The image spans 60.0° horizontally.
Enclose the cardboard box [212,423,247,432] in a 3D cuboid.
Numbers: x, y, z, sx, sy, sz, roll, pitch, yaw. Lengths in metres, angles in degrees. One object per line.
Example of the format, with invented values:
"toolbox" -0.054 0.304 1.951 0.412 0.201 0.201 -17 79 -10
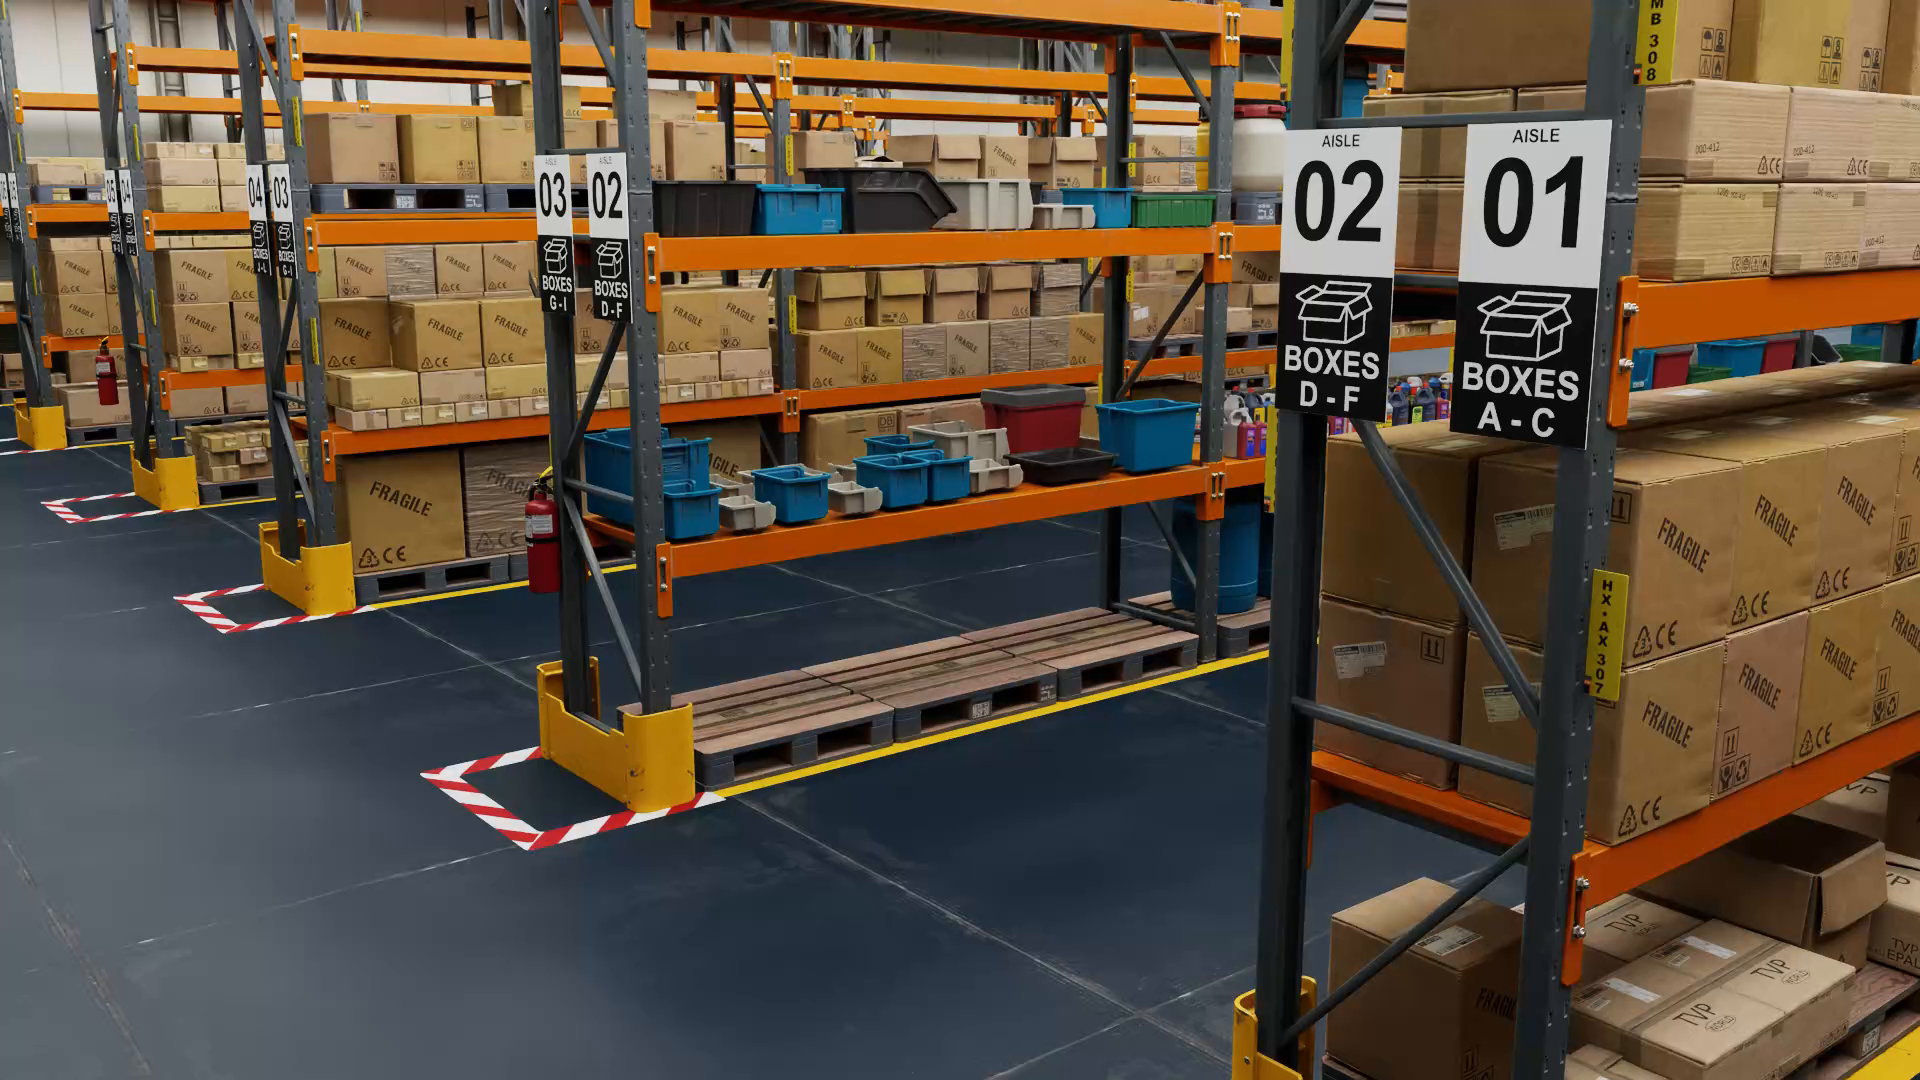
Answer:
"cardboard box" -7.432 -1.084 16.934 0.250 0.149 0.380 -9 15 -37

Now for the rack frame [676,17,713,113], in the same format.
"rack frame" -4.824 -7.935 30.335 0.127 3.000 1.000 -9 15 -38

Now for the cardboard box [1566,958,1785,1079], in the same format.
"cardboard box" 2.279 1.616 5.358 0.500 0.250 0.500 -9 15 -38

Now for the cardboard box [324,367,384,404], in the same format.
"cardboard box" -4.687 -1.210 12.750 0.500 0.250 0.500 -10 15 -39

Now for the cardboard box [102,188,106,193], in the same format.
"cardboard box" -12.496 -5.201 24.324 0.500 0.250 0.500 -10 15 -39

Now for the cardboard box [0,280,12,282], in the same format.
"cardboard box" -14.000 -3.619 24.093 0.500 0.250 0.500 -9 15 -36

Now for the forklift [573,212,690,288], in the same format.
"forklift" -3.218 -1.960 16.804 1.130 2.935 3.031 0 12 0

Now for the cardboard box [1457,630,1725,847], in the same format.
"cardboard box" 1.798 0.512 4.756 0.500 0.500 0.500 -9 15 -36

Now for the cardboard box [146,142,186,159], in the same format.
"cardboard box" -7.524 -3.688 15.751 0.250 0.149 0.380 -10 15 -38

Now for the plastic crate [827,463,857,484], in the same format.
"plastic crate" -0.624 -0.381 9.691 0.250 0.136 0.298 -9 15 -38

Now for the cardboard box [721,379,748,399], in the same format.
"cardboard box" -2.010 -1.302 14.142 0.250 0.149 0.380 -9 15 -37

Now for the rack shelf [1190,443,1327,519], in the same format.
"rack shelf" 2.880 -0.655 12.224 4.000 0.370 1.077 -9 15 -38

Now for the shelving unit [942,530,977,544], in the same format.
"shelving unit" -0.006 -0.439 14.530 0.210 0.900 0.258 -9 15 -38

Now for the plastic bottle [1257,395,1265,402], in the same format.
"plastic bottle" 2.103 -0.903 11.959 0.135 0.276 0.152 -9 15 -38

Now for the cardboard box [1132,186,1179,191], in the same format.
"cardboard box" 1.874 -3.483 16.952 0.500 0.250 0.500 -9 15 -37

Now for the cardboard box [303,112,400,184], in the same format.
"cardboard box" -4.527 -2.878 12.249 0.500 0.500 0.700 -11 16 -41

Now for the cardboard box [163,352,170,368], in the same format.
"cardboard box" -7.841 -1.815 16.558 0.250 0.149 0.380 -9 15 -38

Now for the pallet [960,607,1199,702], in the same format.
"pallet" 0.768 0.718 10.738 1.213 0.211 1.003 -9 15 -38

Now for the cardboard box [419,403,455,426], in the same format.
"cardboard box" -4.017 -0.968 12.572 0.250 0.149 0.380 -10 16 -39

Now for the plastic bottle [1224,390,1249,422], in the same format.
"plastic bottle" 1.922 -0.872 11.634 0.185 0.351 0.144 -9 15 -38

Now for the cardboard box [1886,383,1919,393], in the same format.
"cardboard box" 3.778 -0.307 6.205 0.500 0.500 0.500 -10 15 -39

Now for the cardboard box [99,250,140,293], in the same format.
"cardboard box" -10.138 -3.261 20.118 0.500 0.500 0.500 -10 16 -39

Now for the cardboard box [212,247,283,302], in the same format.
"cardboard box" -7.012 -2.615 16.356 0.500 0.500 0.500 -9 15 -36

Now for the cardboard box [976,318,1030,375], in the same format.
"cardboard box" 0.321 -1.883 16.034 0.500 0.500 0.500 -10 16 -39

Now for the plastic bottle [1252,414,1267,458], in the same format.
"plastic bottle" 1.975 -0.686 10.919 0.133 0.283 0.061 -9 15 -38

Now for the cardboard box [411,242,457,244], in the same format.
"cardboard box" -5.695 -2.963 17.998 0.500 0.500 0.500 -10 16 -39

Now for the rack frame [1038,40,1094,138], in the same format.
"rack frame" 1.451 -6.341 22.826 0.127 3.000 1.000 -9 15 -38

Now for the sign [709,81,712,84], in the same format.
"sign" -4.475 -8.345 29.822 0.005 0.325 0.100 -9 15 -38

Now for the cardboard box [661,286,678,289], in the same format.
"cardboard box" -2.699 -1.906 14.225 0.500 0.500 0.500 -9 15 -38

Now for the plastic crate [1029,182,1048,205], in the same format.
"plastic crate" 0.177 -2.034 10.080 0.590 0.269 0.497 -9 15 -38

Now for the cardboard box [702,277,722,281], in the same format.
"cardboard box" -2.974 -3.096 20.150 0.250 0.149 0.380 -9 15 -35

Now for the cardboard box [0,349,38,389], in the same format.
"cardboard box" -13.657 -2.492 24.142 0.637 0.503 0.797 -10 16 -40

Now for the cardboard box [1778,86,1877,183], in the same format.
"cardboard box" 2.245 -1.151 4.764 0.500 0.250 0.500 -9 15 -38

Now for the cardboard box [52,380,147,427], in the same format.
"cardboard box" -10.637 -1.693 20.538 0.875 0.438 0.875 -10 16 -40

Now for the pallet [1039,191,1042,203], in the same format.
"pallet" 0.007 -3.207 15.743 1.213 0.211 1.003 -9 15 -35

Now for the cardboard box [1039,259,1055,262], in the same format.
"cardboard box" 1.067 -3.879 23.027 0.500 0.500 0.700 -10 15 -39

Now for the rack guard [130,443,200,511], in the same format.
"rack guard" -7.859 -0.636 16.422 0.348 0.500 1.175 -9 15 -38

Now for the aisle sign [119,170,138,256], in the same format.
"aisle sign" -7.788 -3.063 15.573 0.004 0.787 0.394 -9 15 -38

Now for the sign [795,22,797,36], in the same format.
"sign" -2.021 -6.446 20.690 0.005 0.325 0.100 -9 15 -38

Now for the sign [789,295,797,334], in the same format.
"sign" -1.428 -1.923 14.189 0.005 0.325 0.100 -9 15 -38

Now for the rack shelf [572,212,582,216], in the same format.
"rack shelf" -3.234 -3.743 19.546 4.000 0.370 1.077 -9 15 -38

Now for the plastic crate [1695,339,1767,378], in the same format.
"plastic crate" 6.898 -1.584 14.906 0.575 0.384 0.392 -9 15 -38

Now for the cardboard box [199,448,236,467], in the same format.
"cardboard box" -7.349 -0.832 16.462 0.250 0.149 0.380 -9 15 -35

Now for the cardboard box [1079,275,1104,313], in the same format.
"cardboard box" 1.732 -3.530 23.668 0.550 0.550 0.875 -9 15 -38

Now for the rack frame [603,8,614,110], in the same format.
"rack frame" -4.843 -6.612 24.101 0.127 3.000 1.000 -9 15 -38

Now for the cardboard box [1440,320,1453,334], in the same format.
"cardboard box" 5.788 -2.611 20.309 0.250 0.149 0.380 -9 15 -38

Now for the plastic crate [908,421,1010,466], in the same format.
"plastic crate" 0.011 -0.551 10.141 0.530 0.282 0.437 -9 15 -38

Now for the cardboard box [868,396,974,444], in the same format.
"cardboard box" -0.591 -0.919 15.841 0.875 0.875 1.225 -10 16 -40

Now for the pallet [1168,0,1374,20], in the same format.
"pallet" 1.945 -3.506 10.894 1.213 0.211 1.003 -9 15 -38

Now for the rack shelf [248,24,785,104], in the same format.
"rack shelf" -3.337 -3.678 12.981 4.000 0.370 1.077 -9 15 -38

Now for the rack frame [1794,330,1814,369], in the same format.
"rack frame" 7.565 -1.786 15.816 0.127 3.000 1.000 -9 15 -38

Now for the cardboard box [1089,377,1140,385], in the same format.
"cardboard box" 1.986 -2.643 23.957 0.875 0.875 0.875 -9 15 -37

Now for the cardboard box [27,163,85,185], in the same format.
"cardboard box" -10.795 -4.360 19.829 0.500 0.250 0.500 -11 16 -43

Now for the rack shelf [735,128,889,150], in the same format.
"rack shelf" -3.262 -7.647 31.673 4.000 0.370 1.077 -9 15 -38

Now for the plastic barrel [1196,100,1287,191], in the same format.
"plastic barrel" 1.904 -2.664 11.265 0.600 0.588 0.600 0 12 0

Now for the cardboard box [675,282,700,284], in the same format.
"cardboard box" -3.191 -2.886 19.162 0.250 0.149 0.380 -9 15 -36

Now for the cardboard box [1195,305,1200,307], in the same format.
"cardboard box" 2.481 -2.470 18.350 0.258 0.266 0.396 -10 16 -39
